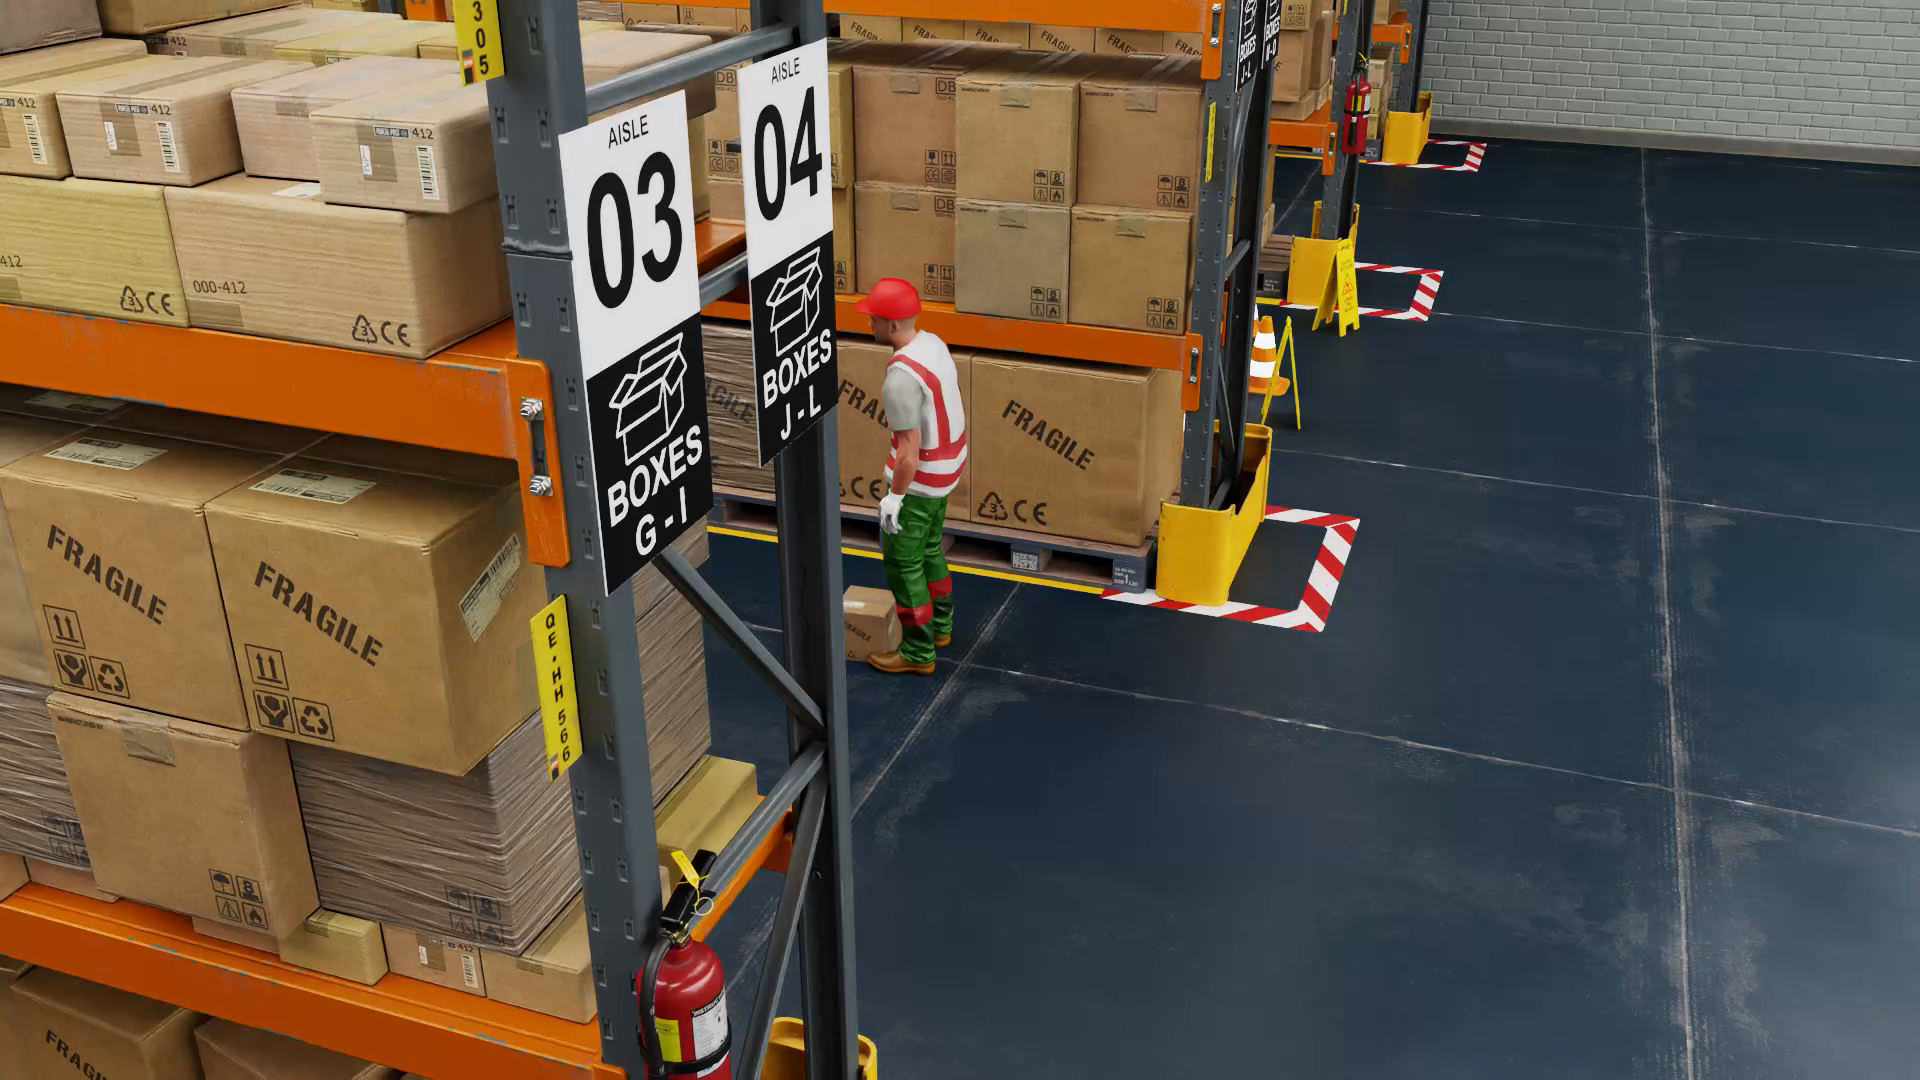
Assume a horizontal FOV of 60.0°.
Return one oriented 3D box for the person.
[{"bbox_3d":[-0.211,-0.273,7.164,0.450,1.780,0.607,9,27,18],"label":"person"}]
